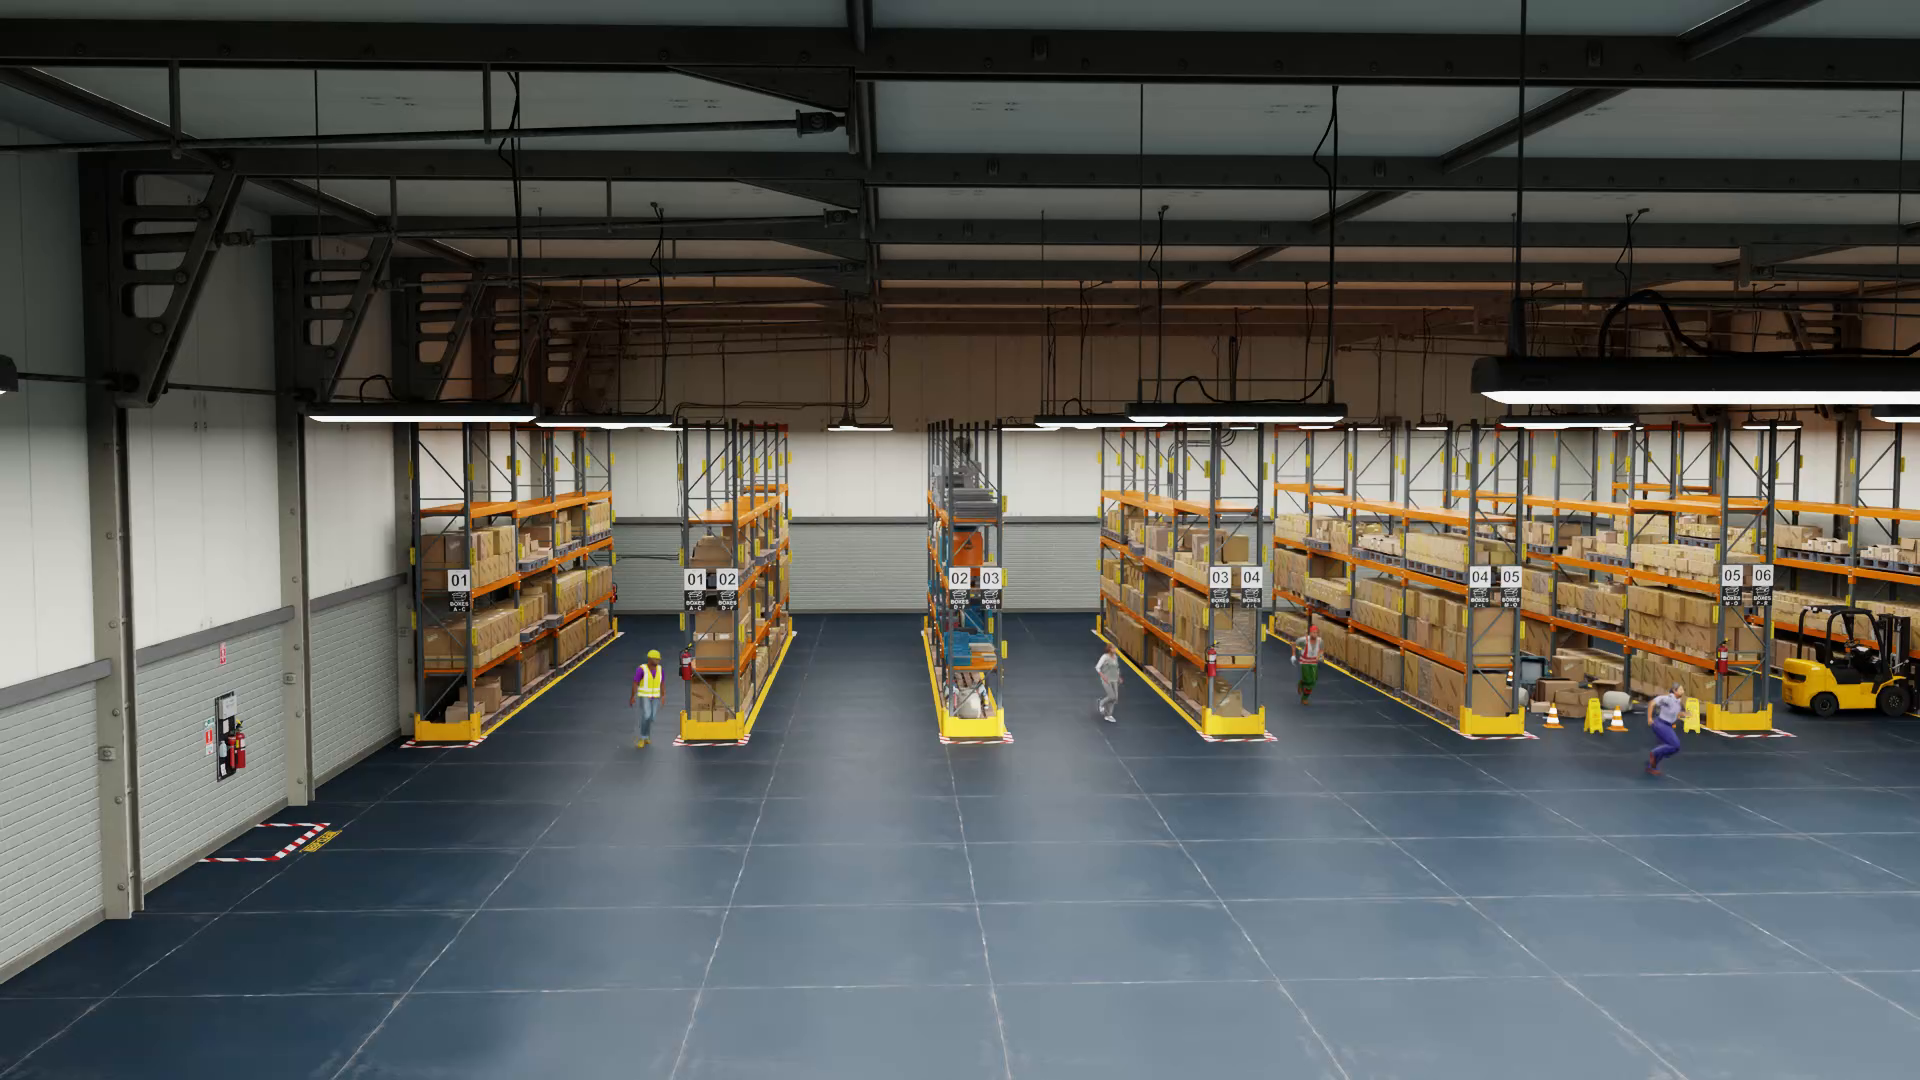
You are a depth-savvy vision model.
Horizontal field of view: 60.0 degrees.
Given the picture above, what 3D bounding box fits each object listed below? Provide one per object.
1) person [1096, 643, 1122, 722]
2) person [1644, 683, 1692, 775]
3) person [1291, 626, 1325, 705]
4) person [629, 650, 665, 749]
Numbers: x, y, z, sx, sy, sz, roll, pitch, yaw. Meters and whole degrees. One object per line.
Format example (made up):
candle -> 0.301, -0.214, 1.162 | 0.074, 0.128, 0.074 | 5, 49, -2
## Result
person -> 2.967, 2.830, 33.144 | 0.538, 1.566, 0.500 | -3, 5, -36
person -> 11.837, 3.159, 27.810 | 0.726, 1.573, 0.591 | 3, 5, 37
person -> 7.366, 2.635, 35.093 | 0.652, 1.708, 0.746 | -1, 4, -17
person -> -5.718, 2.895, 30.494 | 0.663, 1.770, 0.587 | -3, 5, -40
